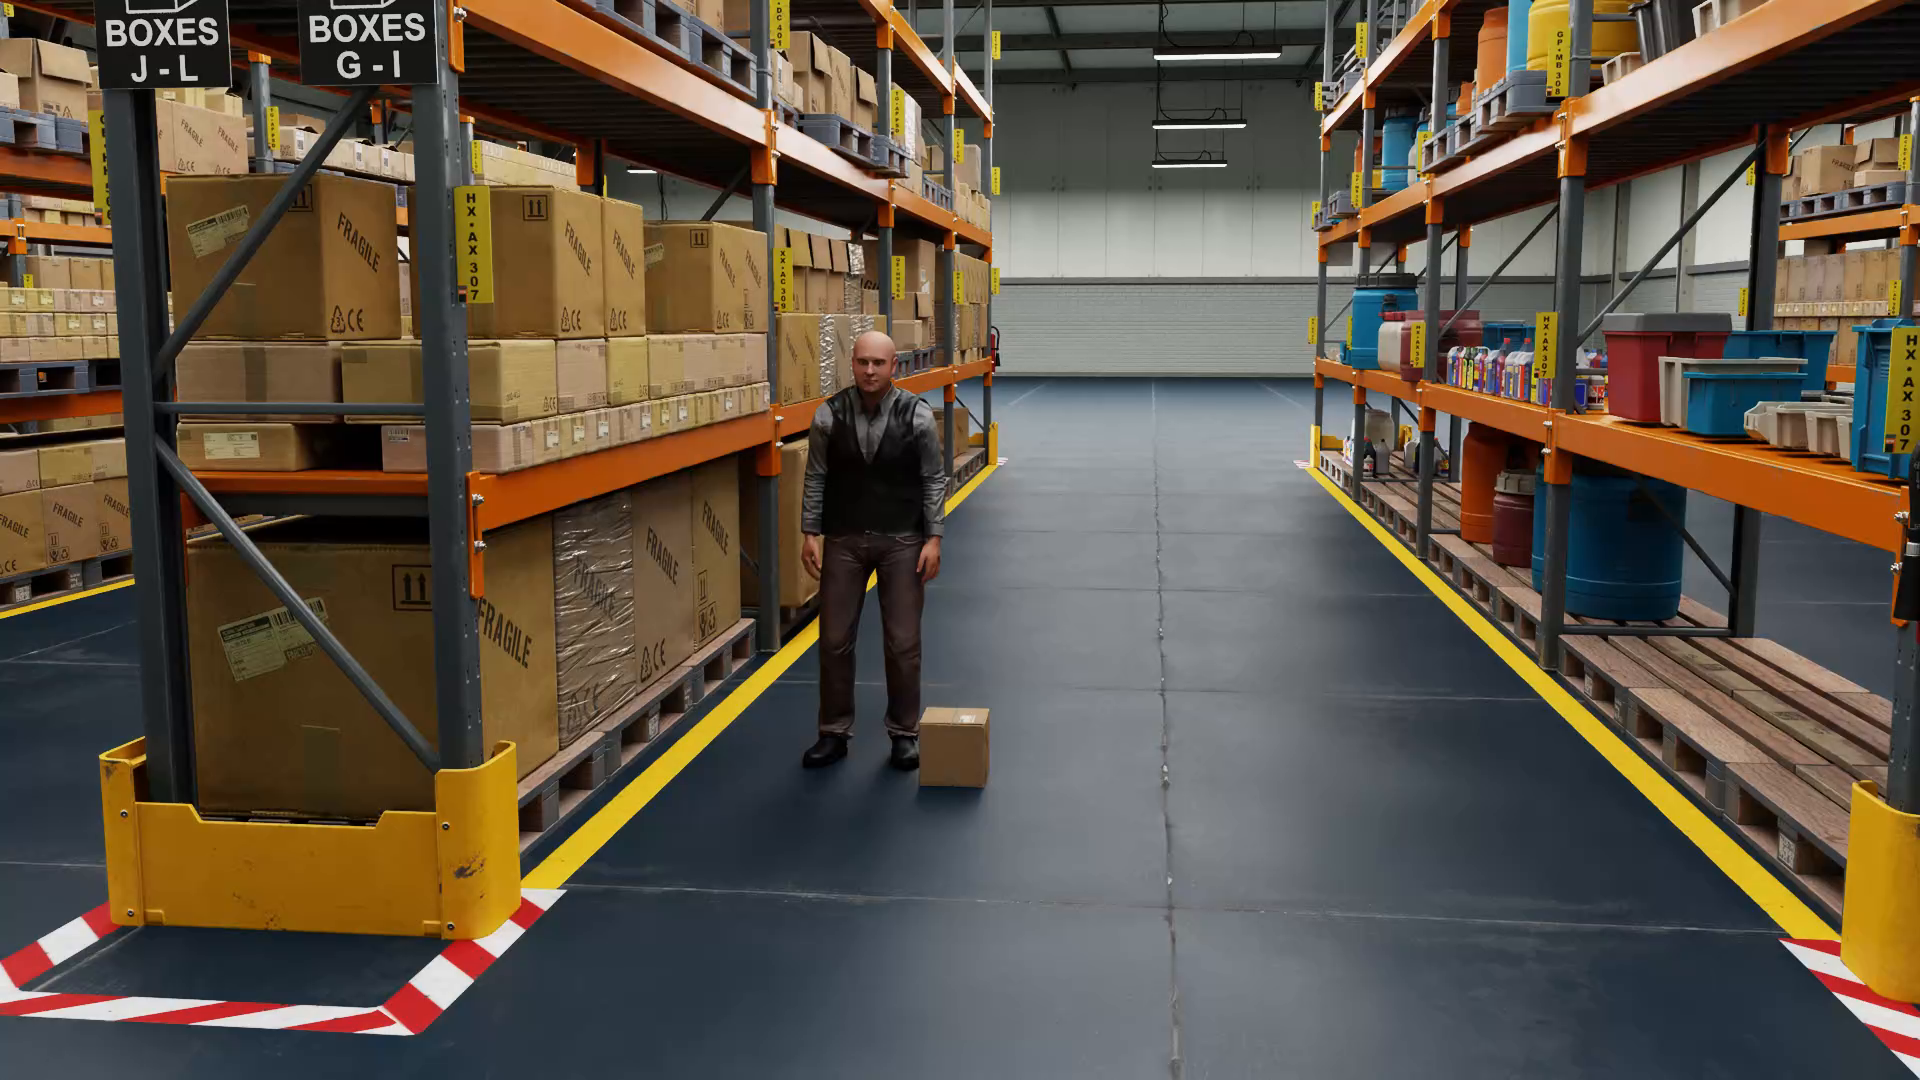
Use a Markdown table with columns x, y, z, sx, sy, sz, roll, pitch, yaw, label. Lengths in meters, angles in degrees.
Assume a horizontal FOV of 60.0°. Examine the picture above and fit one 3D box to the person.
| x | y | z | sx | sy | sz | roll | pitch | yaw | label |
| --- | --- | --- | --- | --- | --- | --- | --- | --- | --- |
| -0.345 | 0.031 | 6.652 | 0.580 | 1.720 | 0.421 | 1 | 8 | 6 | person |
